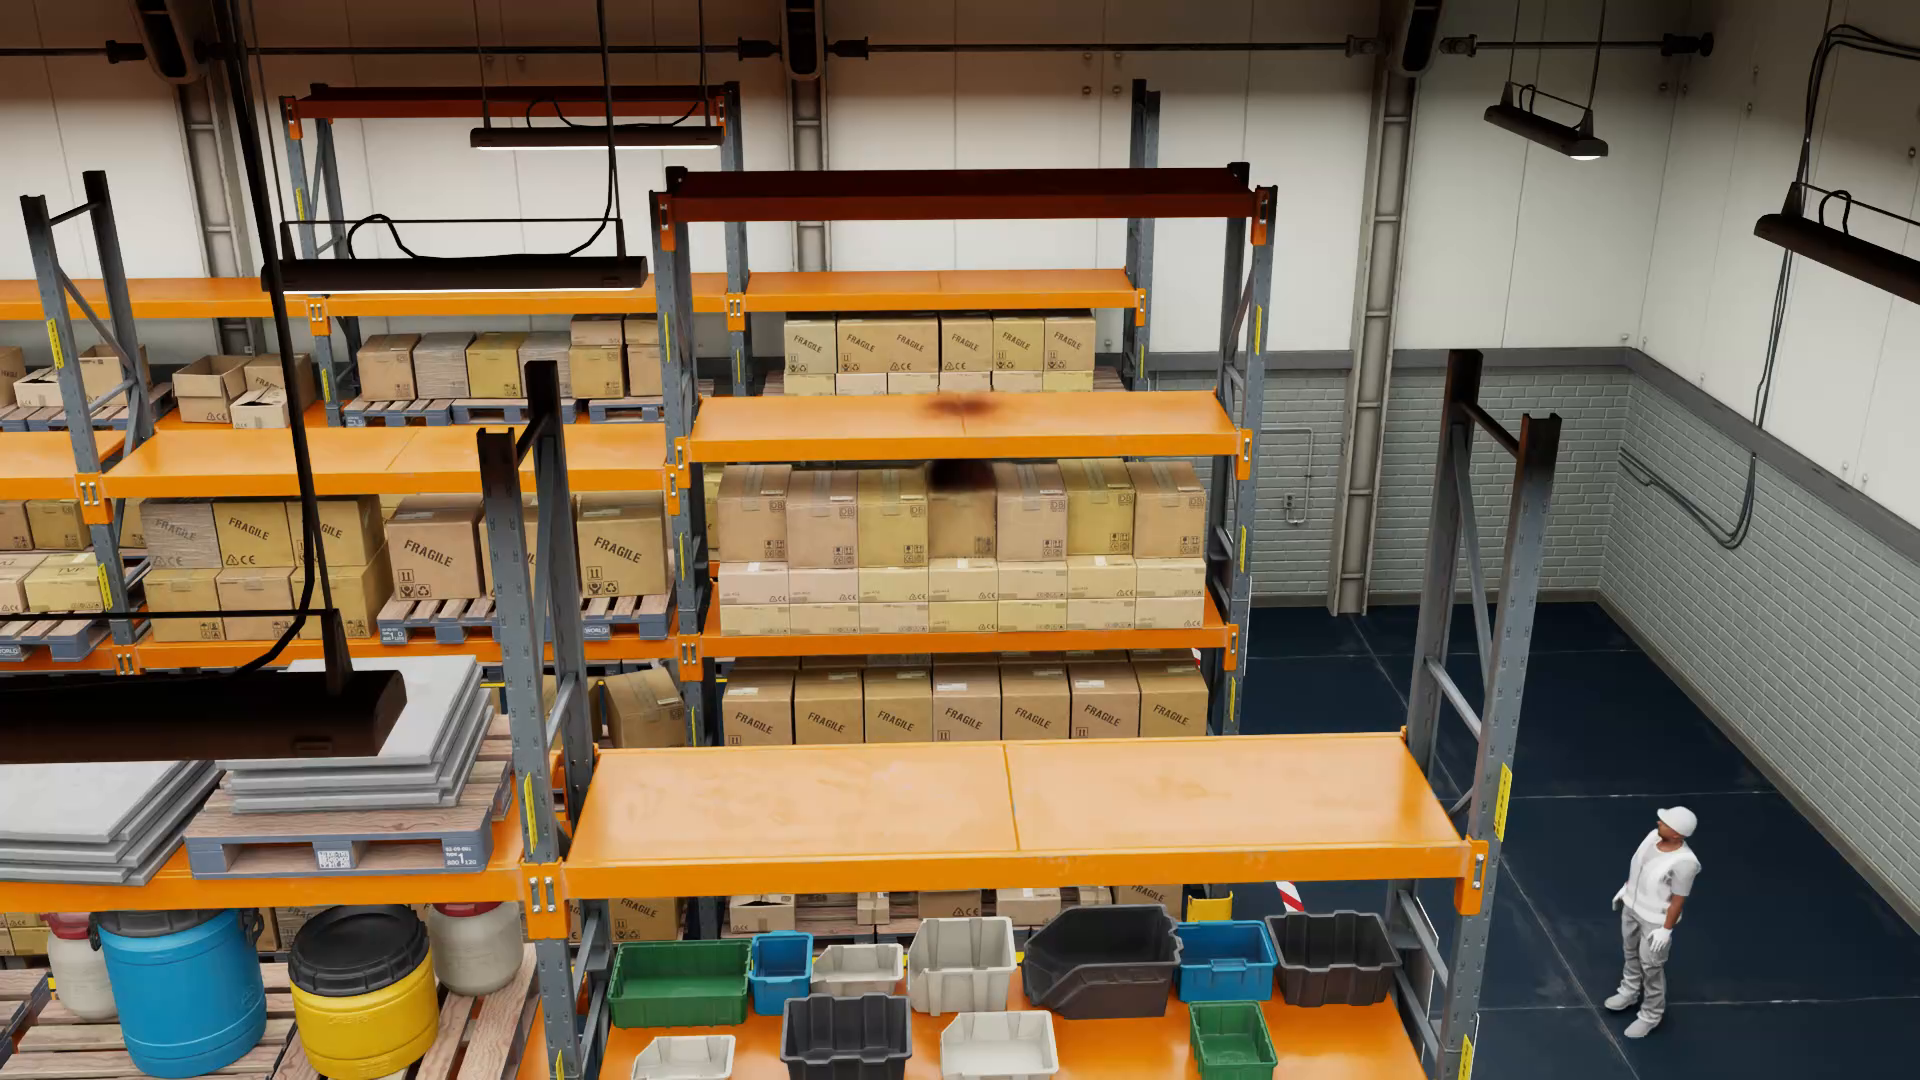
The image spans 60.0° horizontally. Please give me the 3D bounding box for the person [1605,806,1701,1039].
[{"bbox_3d":[5.027,2.719,12.127,0.433,1.809,0.593,-7,23,-17],"label":"person"}]

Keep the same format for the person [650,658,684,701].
[{"bbox_3d":[-2.664,1.420,15.542,0.446,1.601,0.446,18,28,37],"label":"person"}]
